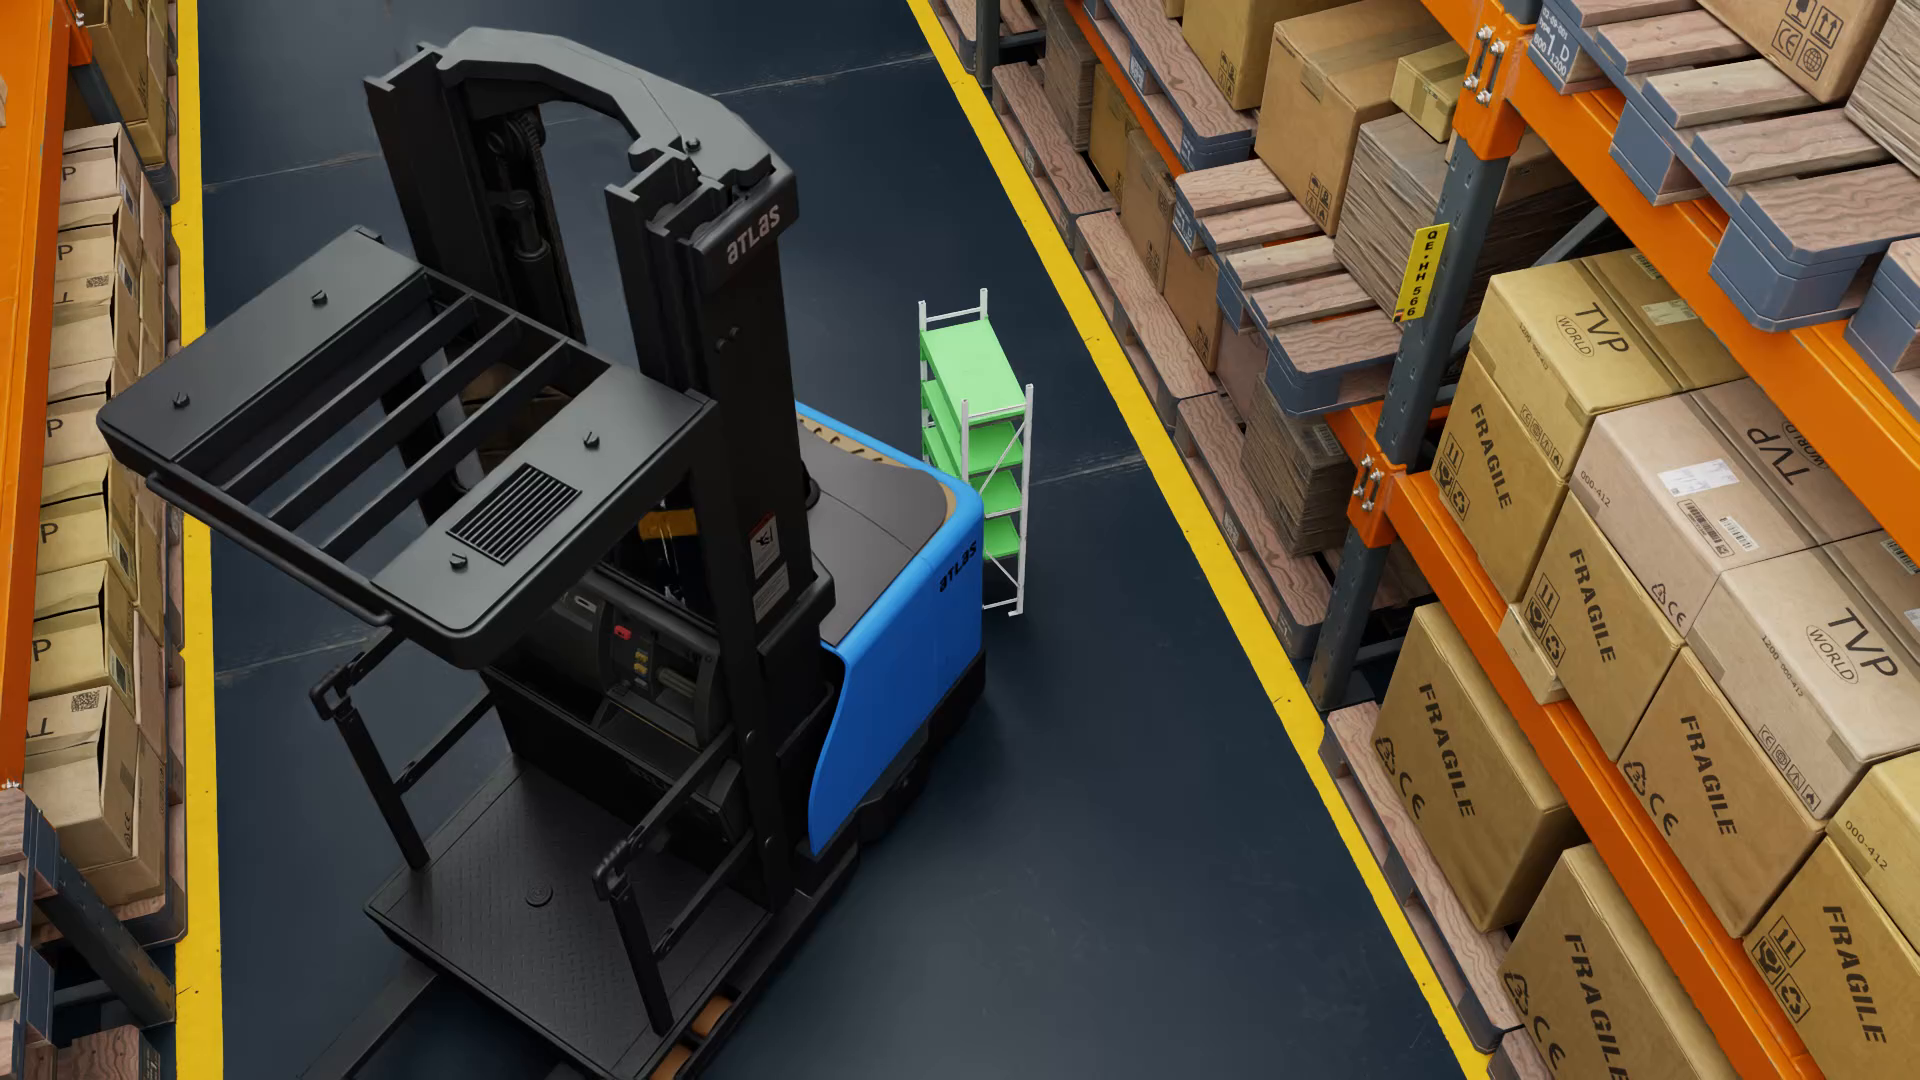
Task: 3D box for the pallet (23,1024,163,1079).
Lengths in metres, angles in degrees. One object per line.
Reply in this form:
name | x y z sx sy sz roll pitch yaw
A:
pallet | -2.789 2.078 4.650 1.003 0.211 1.213 -13 51 -11

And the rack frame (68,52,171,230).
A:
rack frame | -4.157 -2.296 6.514 1.000 3.000 0.127 -13 51 -11

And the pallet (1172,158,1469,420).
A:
pallet | 1.445 -0.932 5.489 1.213 0.211 1.003 -13 51 -11

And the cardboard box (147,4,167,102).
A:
cardboard box | -4.147 -2.319 8.057 0.500 0.250 0.500 -13 51 -11

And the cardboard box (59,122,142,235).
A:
cardboard box | -3.763 -1.495 6.995 0.500 0.311 0.500 -13 51 -11

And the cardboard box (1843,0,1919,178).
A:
cardboard box | 2.162 -0.922 3.040 0.700 0.500 0.500 -16 52 -13

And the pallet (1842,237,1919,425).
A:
pallet | 2.332 -0.129 2.848 1.003 0.211 1.213 -11 51 -9

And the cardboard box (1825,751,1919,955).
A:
cardboard box | 2.113 0.644 3.271 0.500 0.250 0.500 -14 51 -12

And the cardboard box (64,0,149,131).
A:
cardboard box | -3.995 -2.197 7.463 0.500 0.500 0.500 -13 51 -11

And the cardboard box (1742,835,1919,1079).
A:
cardboard box | 2.109 0.906 3.541 0.500 0.500 0.500 -12 51 -10

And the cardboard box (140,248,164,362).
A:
cardboard box | -3.609 -0.938 6.892 0.500 0.250 0.500 -14 51 -12

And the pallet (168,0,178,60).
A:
pallet | -4.716 -2.881 8.830 1.003 0.211 1.213 -13 51 -11

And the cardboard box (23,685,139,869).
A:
cardboard box | -2.848 0.746 5.106 0.500 0.311 0.500 -12 51 -10

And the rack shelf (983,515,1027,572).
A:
rack shelf | 0.049 -0.070 6.211 0.258 0.148 0.480 -13 51 -11

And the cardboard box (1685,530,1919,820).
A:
cardboard box | 1.956 0.273 3.584 0.500 0.250 0.500 -13 51 -11

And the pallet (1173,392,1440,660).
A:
pallet | 1.527 -0.170 6.545 1.003 0.211 1.213 -13 51 -11

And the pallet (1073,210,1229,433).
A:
pallet | 1.170 -1.059 7.295 1.003 0.211 1.213 -13 51 -11

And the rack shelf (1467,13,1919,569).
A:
rack shelf | 2.349 0.228 2.894 1.077 0.370 4.000 -13 51 -11

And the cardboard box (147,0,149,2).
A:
cardboard box | -4.291 -2.927 8.079 0.500 0.500 0.500 -13 51 -11

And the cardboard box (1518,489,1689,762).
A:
cardboard box | 1.802 0.165 4.166 0.500 0.500 0.500 -12 51 -10

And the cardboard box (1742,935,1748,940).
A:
cardboard box | 2.040 0.803 4.052 0.380 0.149 0.250 -13 51 -10

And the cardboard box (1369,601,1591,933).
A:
cardboard box | 1.849 0.627 5.181 0.750 0.750 0.750 -14 51 -11

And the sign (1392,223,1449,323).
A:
sign | 1.242 -0.716 4.476 0.100 0.325 0.005 -13 51 -11

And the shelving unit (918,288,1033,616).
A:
shelving unit | 0.049 -0.266 5.979 0.258 1.200 0.503 -13 51 -11

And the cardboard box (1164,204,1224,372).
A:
cardboard box | 1.279 -1.107 6.858 0.700 0.500 0.500 -14 51 -11

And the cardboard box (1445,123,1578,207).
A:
cardboard box | 1.626 -1.126 4.750 0.380 0.149 0.250 -19 53 -16

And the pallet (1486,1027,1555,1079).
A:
pallet | 2.275 1.883 4.814 1.003 0.211 1.213 -13 51 -11

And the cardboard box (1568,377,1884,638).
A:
cardboard box | 1.805 -0.092 3.891 0.500 0.250 0.500 -14 51 -11

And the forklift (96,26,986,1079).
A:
forklift | -1.135 0.338 4.338 1.130 2.935 3.031 27 55 21

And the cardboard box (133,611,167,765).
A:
cardboard box | -2.998 0.560 5.629 0.500 0.250 0.500 -15 51 -12

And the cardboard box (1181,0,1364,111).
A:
cardboard box | 1.219 -1.918 5.841 0.700 0.500 0.500 -13 51 -11

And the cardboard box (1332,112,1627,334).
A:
cardboard box | 1.609 -1.013 5.078 0.700 0.500 0.500 -19 52 -15

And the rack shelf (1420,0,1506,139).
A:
rack shelf | 1.166 -2.693 5.357 1.077 0.370 4.000 -13 51 -11

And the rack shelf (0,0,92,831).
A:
rack shelf | -3.565 -0.604 5.557 1.077 0.370 4.000 -13 51 -11

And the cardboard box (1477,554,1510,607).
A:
cardboard box | 1.699 0.056 4.682 0.380 0.149 0.250 -13 51 -10

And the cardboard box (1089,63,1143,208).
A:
cardboard box | 1.009 -1.855 7.489 0.700 0.500 0.500 -14 51 -12

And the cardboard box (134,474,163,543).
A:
cardboard box | -3.308 -0.193 6.264 0.500 0.250 0.500 -12 51 -10

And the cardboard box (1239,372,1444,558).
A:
cardboard box | 1.494 -0.348 6.218 0.700 0.500 0.500 -13 51 -10

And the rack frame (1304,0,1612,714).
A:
rack frame | 1.757 -0.498 4.997 1.000 3.000 0.127 -13 51 -11

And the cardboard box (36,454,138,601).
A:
cardboard box | -3.160 -0.008 5.742 0.500 0.311 0.500 -15 51 -12

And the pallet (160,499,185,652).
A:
pallet | -3.537 0.024 6.381 1.003 0.211 1.213 -13 51 -11

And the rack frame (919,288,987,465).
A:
rack frame | -0.023 -0.444 6.129 0.240 1.200 0.015 -13 51 -11

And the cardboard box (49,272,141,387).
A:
cardboard box | -3.458 -0.752 6.368 0.500 0.311 0.500 -13 51 -11

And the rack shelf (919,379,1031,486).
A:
rack shelf | 0.049 -0.379 5.844 0.258 0.148 0.480 -13 51 -11

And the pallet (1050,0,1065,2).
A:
pallet | 0.661 -2.766 7.035 1.003 0.211 1.213 -13 51 -11
